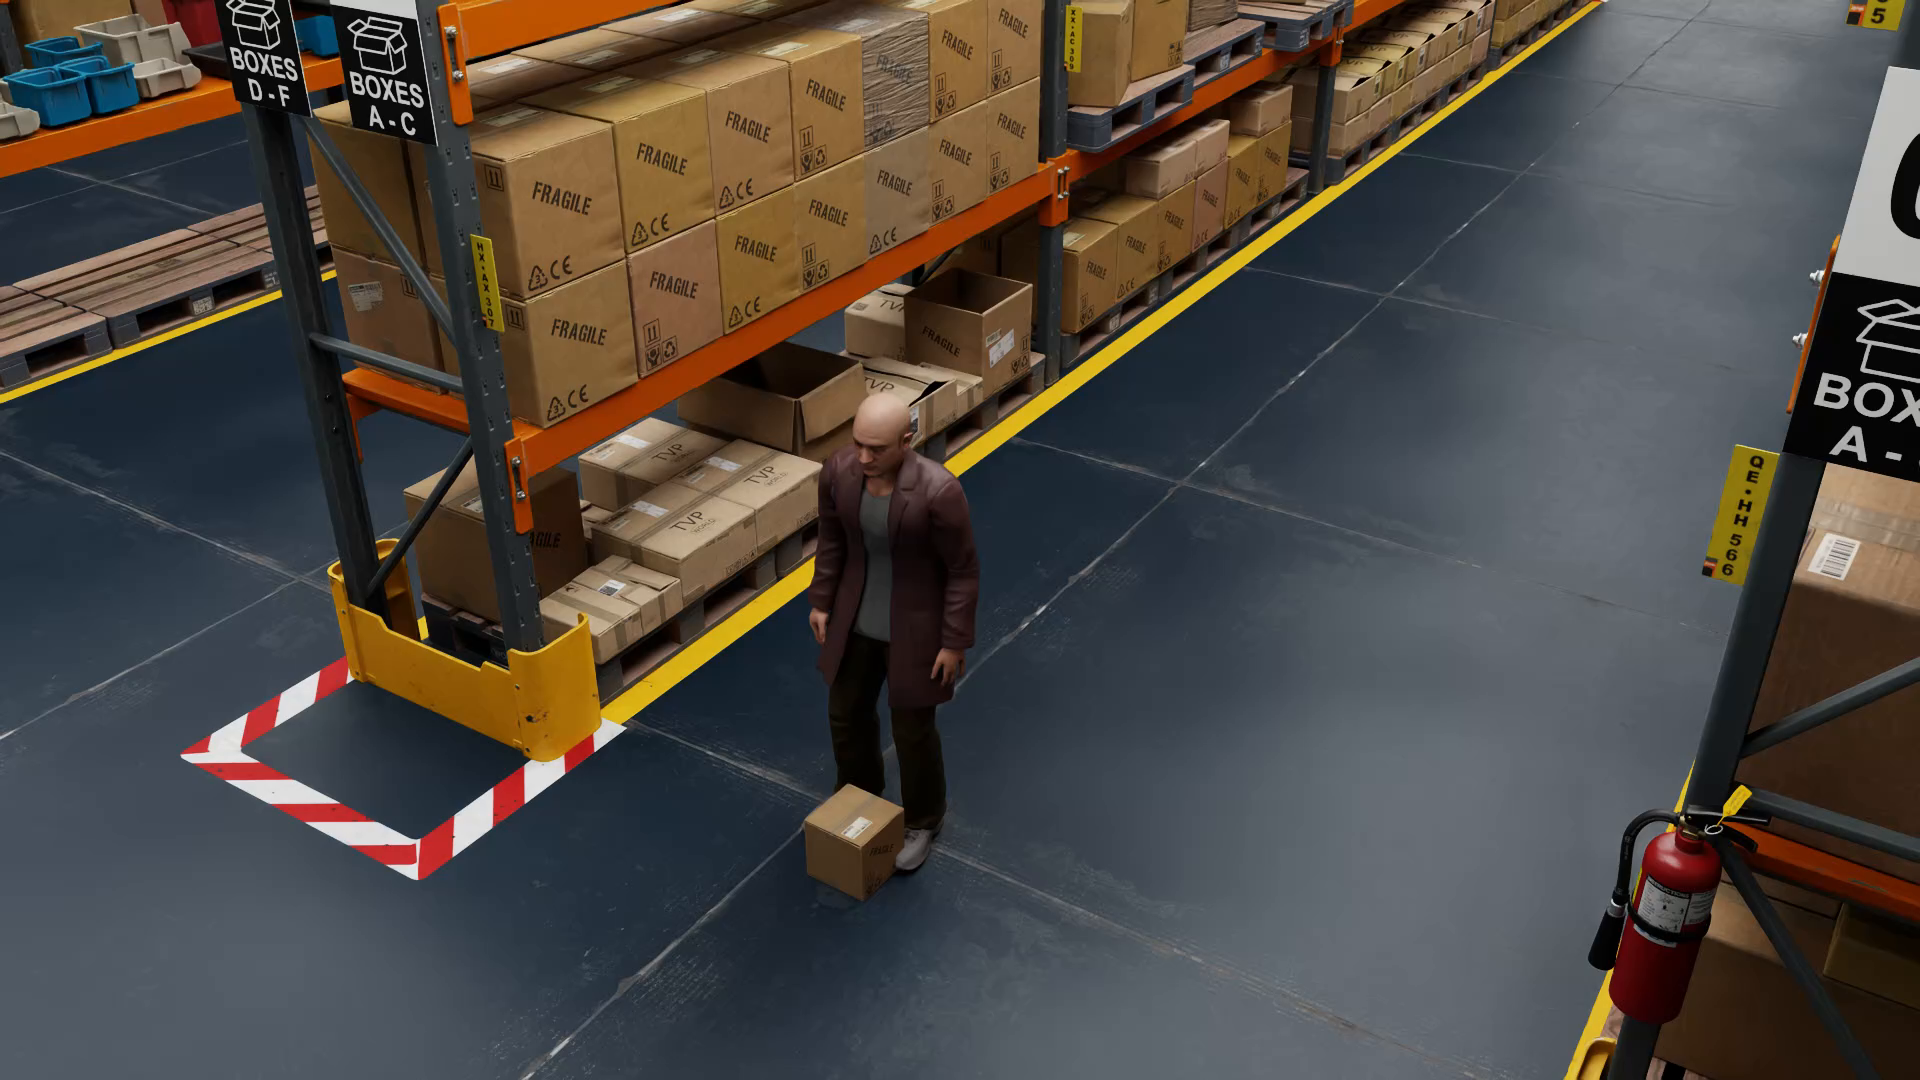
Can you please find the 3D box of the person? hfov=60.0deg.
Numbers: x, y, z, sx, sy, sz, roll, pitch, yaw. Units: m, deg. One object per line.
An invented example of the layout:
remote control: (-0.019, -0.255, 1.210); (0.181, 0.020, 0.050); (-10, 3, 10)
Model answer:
person: (-0.240, 0.371, 5.687); (0.640, 1.590, 0.428); (16, 34, 25)
